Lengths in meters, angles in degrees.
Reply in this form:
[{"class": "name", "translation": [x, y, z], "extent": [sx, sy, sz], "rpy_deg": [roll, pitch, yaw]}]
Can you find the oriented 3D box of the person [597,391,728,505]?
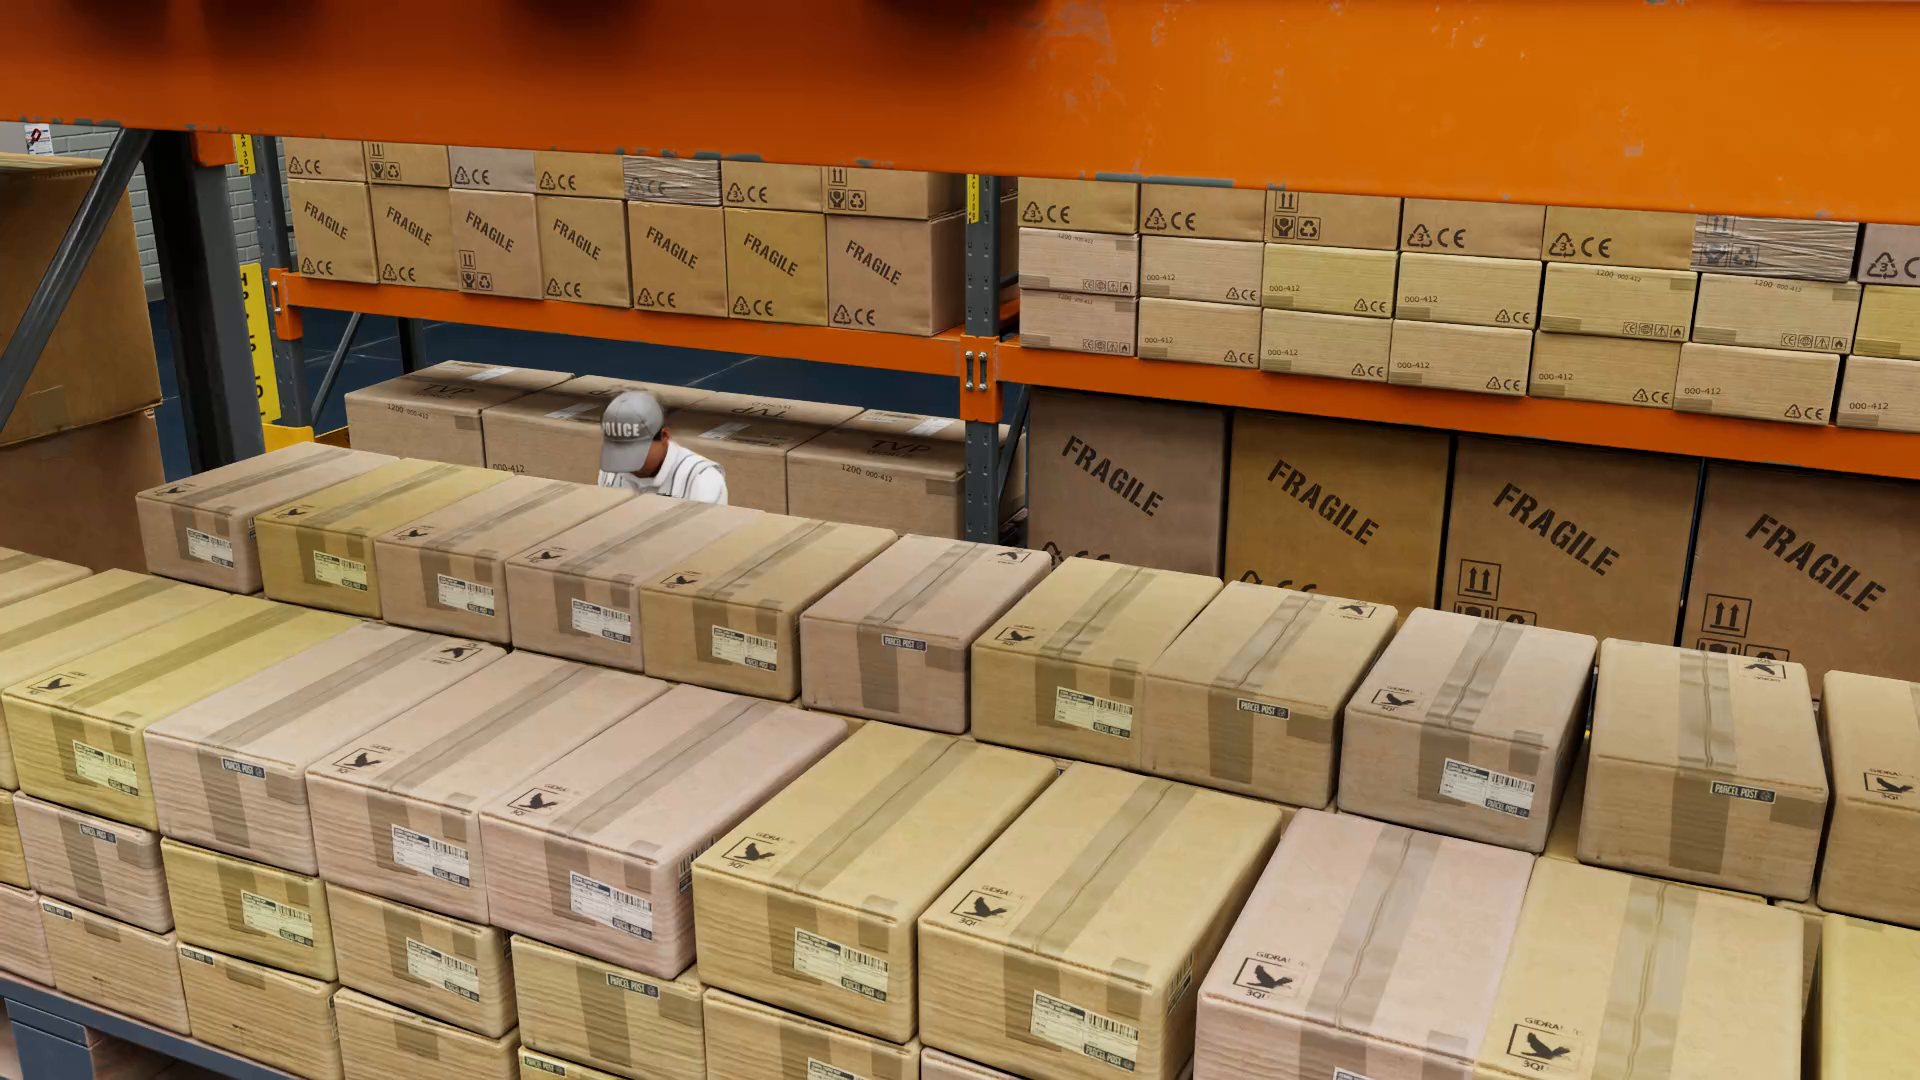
[{"class": "person", "translation": [-0.938, 0.299, 5.292], "extent": [0.496, 1.620, 0.479], "rpy_deg": [9, 21, 24]}]
